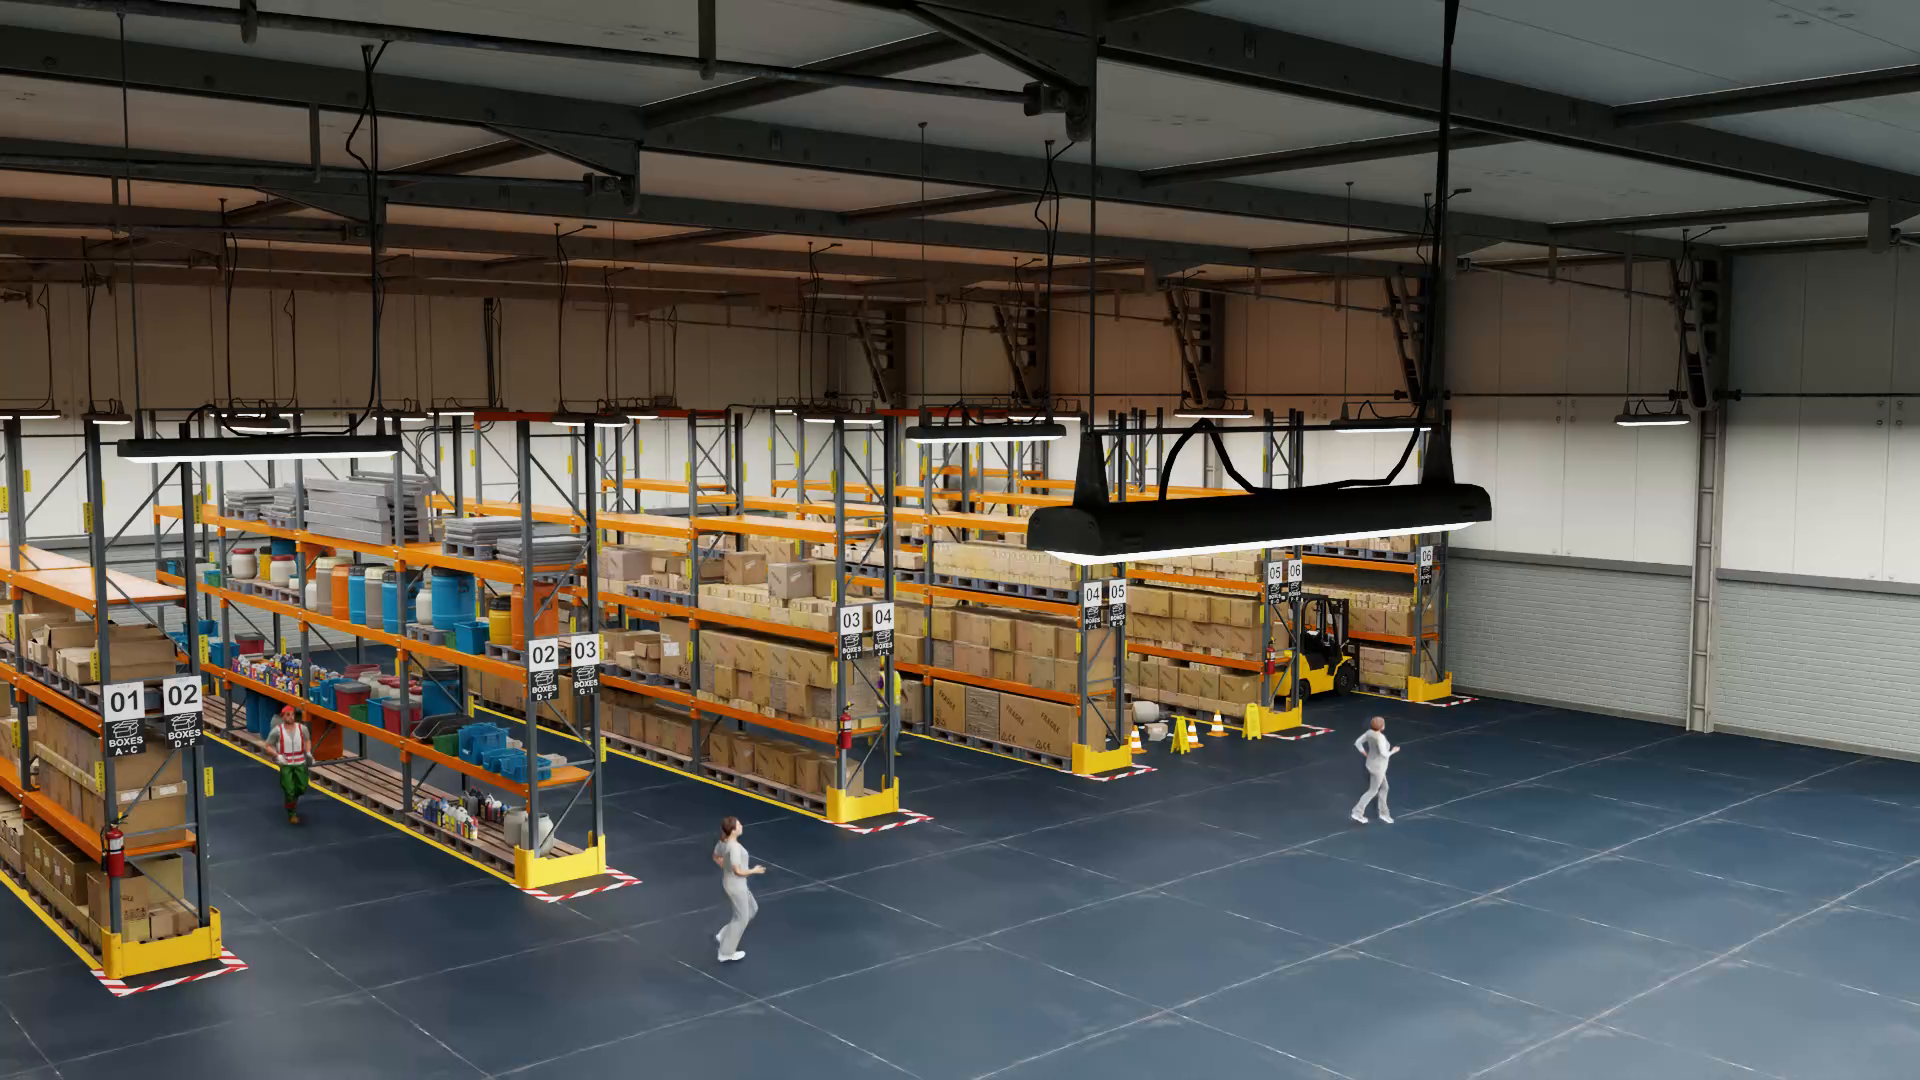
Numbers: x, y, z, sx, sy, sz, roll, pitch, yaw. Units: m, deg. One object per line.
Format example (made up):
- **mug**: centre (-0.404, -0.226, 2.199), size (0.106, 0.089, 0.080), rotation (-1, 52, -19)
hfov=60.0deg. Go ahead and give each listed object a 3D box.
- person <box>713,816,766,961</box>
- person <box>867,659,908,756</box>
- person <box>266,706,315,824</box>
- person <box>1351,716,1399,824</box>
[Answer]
- **person**: centre (-2.456, 3.873, 18.590), size (0.548, 1.627, 0.554), rotation (-2, 5, -21)
- **person**: centre (-1.272, 2.905, 29.295), size (0.662, 1.741, 0.698), rotation (5, 7, 42)
- **person**: centre (-9.901, 3.310, 24.591), size (0.657, 1.741, 0.601), rotation (-4, 6, -37)
- **person**: centre (6.070, 3.391, 24.337), size (0.719, 1.621, 0.524), rotation (-1, 5, -9)
